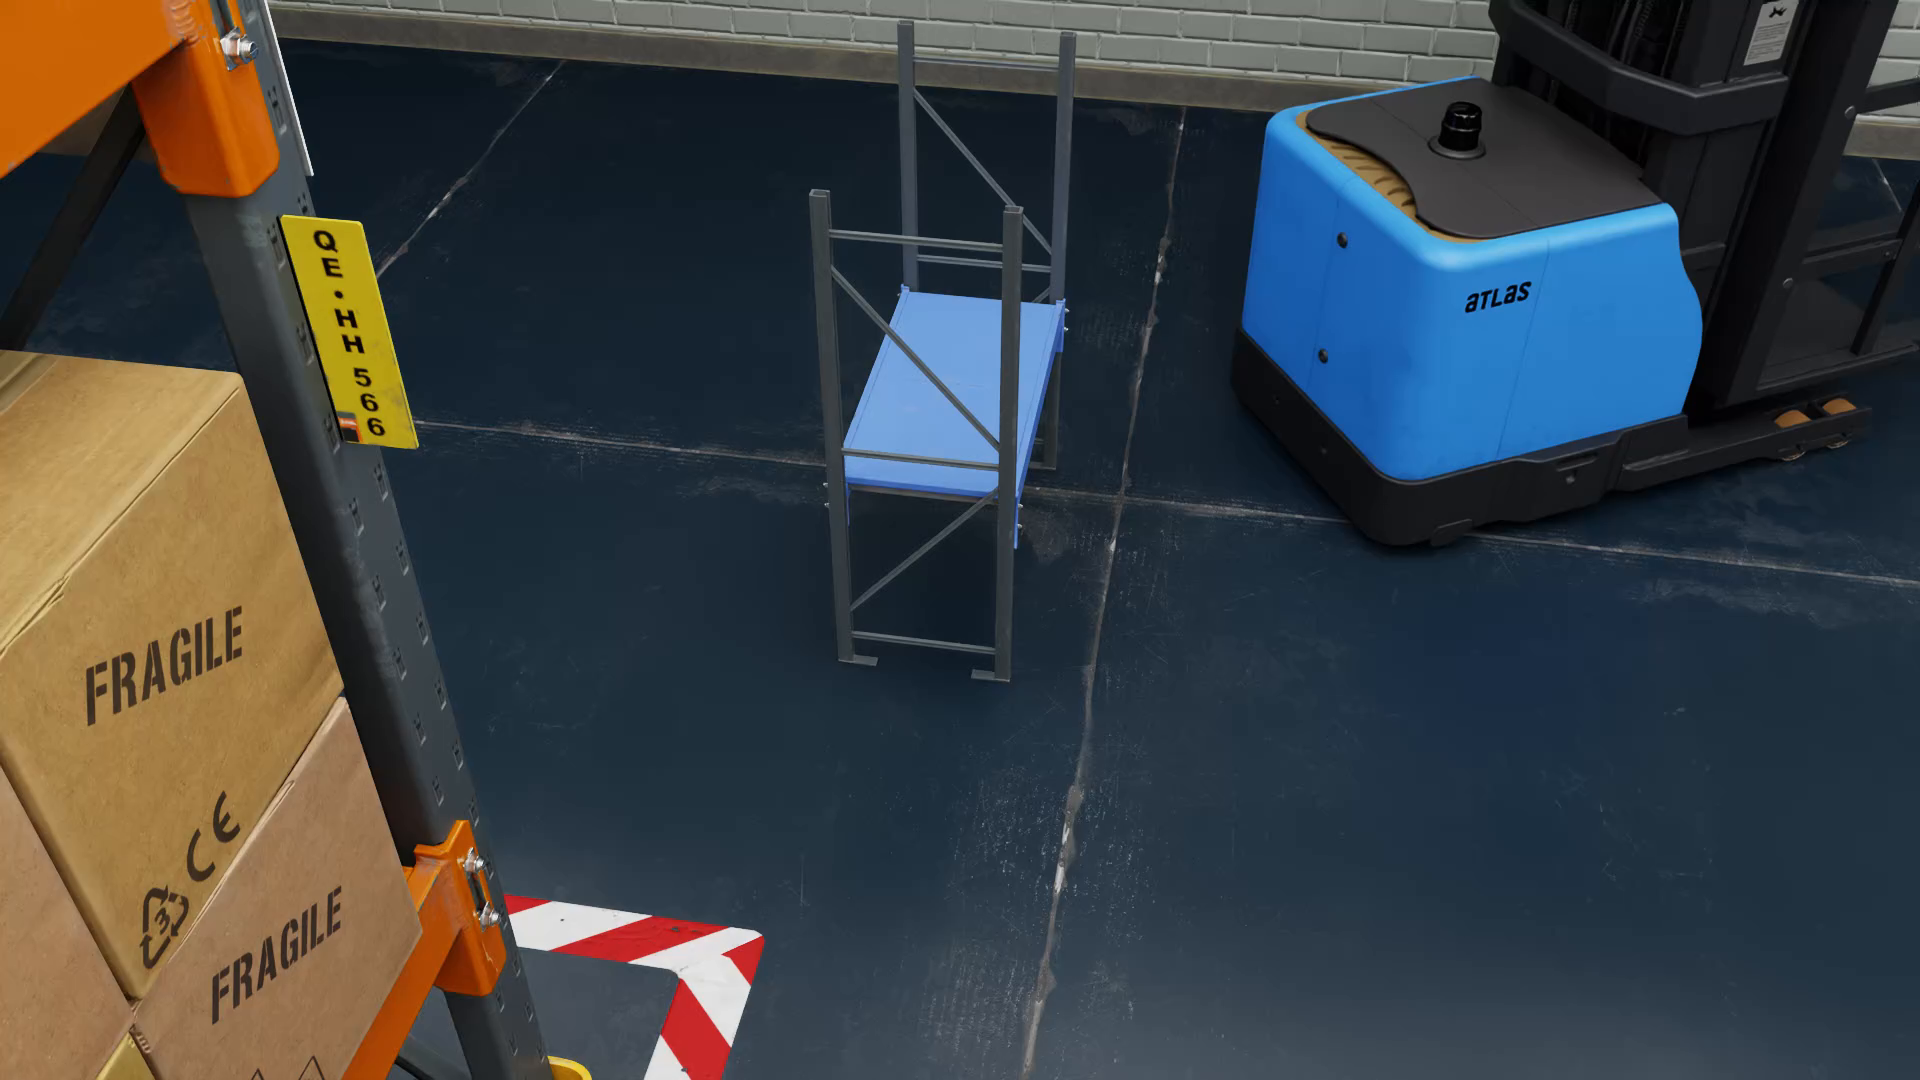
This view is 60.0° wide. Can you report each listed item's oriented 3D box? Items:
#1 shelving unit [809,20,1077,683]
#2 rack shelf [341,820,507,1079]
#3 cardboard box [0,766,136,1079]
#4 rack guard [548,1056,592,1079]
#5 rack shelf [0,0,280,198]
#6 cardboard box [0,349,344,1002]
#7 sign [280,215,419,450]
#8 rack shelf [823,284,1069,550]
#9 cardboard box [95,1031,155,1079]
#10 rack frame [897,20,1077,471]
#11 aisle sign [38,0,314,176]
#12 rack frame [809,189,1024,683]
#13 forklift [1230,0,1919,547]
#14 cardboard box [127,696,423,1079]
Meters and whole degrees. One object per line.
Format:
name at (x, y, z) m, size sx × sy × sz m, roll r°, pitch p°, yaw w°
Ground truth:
shelving unit at (-0.015, -0.524, 4.707) m, size 0.538 × 1.500 × 1.048 m, roll 6°, pitch 40°, yaw 8°
rack shelf at (-1.634, 1.779, 1.309) m, size 1.077 × 0.370 × 4.000 m, roll 6°, pitch 40°, yaw 8°
cardboard box at (-1.181, 0.449, 1.490) m, size 0.500 × 0.500 × 0.500 m, roll 7°, pitch 40°, yaw 9°
rack guard at (-1.301, 1.257, 3.337) m, size 1.175 × 0.500 × 0.348 m, roll 6°, pitch 40°, yaw 8°
rack shelf at (-1.634, 0.623, 0.353) m, size 1.077 × 0.370 × 4.000 m, roll 6°, pitch 40°, yaw 8°
cardboard box at (-1.094, 0.132, 1.873) m, size 0.500 × 0.500 × 0.500 m, roll 6°, pitch 40°, yaw 7°
sign at (-0.745, -0.248, 2.039) m, size 0.100 × 0.325 × 0.005 m, roll 6°, pitch 40°, yaw 8°
rack shelf at (-0.015, -0.386, 4.822) m, size 0.538 × 0.185 × 1.000 m, roll 6°, pitch 40°, yaw 8°
cardboard box at (-1.184, 0.845, 1.796) m, size 0.500 × 0.500 × 0.500 m, roll 7°, pitch 40°, yaw 8°
rack frame at (0.073, -0.844, 5.093) m, size 0.500 × 1.500 × 0.032 m, roll 6°, pitch 40°, yaw 8°
aisle sign at (-0.974, -0.765, 1.781) m, size 0.394 × 0.787 × 0.004 m, roll 6°, pitch 40°, yaw 8°
rack frame at (-0.103, -0.205, 4.321) m, size 0.500 × 1.500 × 0.032 m, roll 6°, pitch 40°, yaw 8°
forklift at (2.512, -1.696, 5.001) m, size 3.031 × 2.935 × 1.130 m, roll -14°, pitch 42°, yaw -16°
cardboard box at (-1.097, 0.519, 2.190) m, size 0.500 × 0.500 × 0.500 m, roll 8°, pitch 40°, yaw 9°
